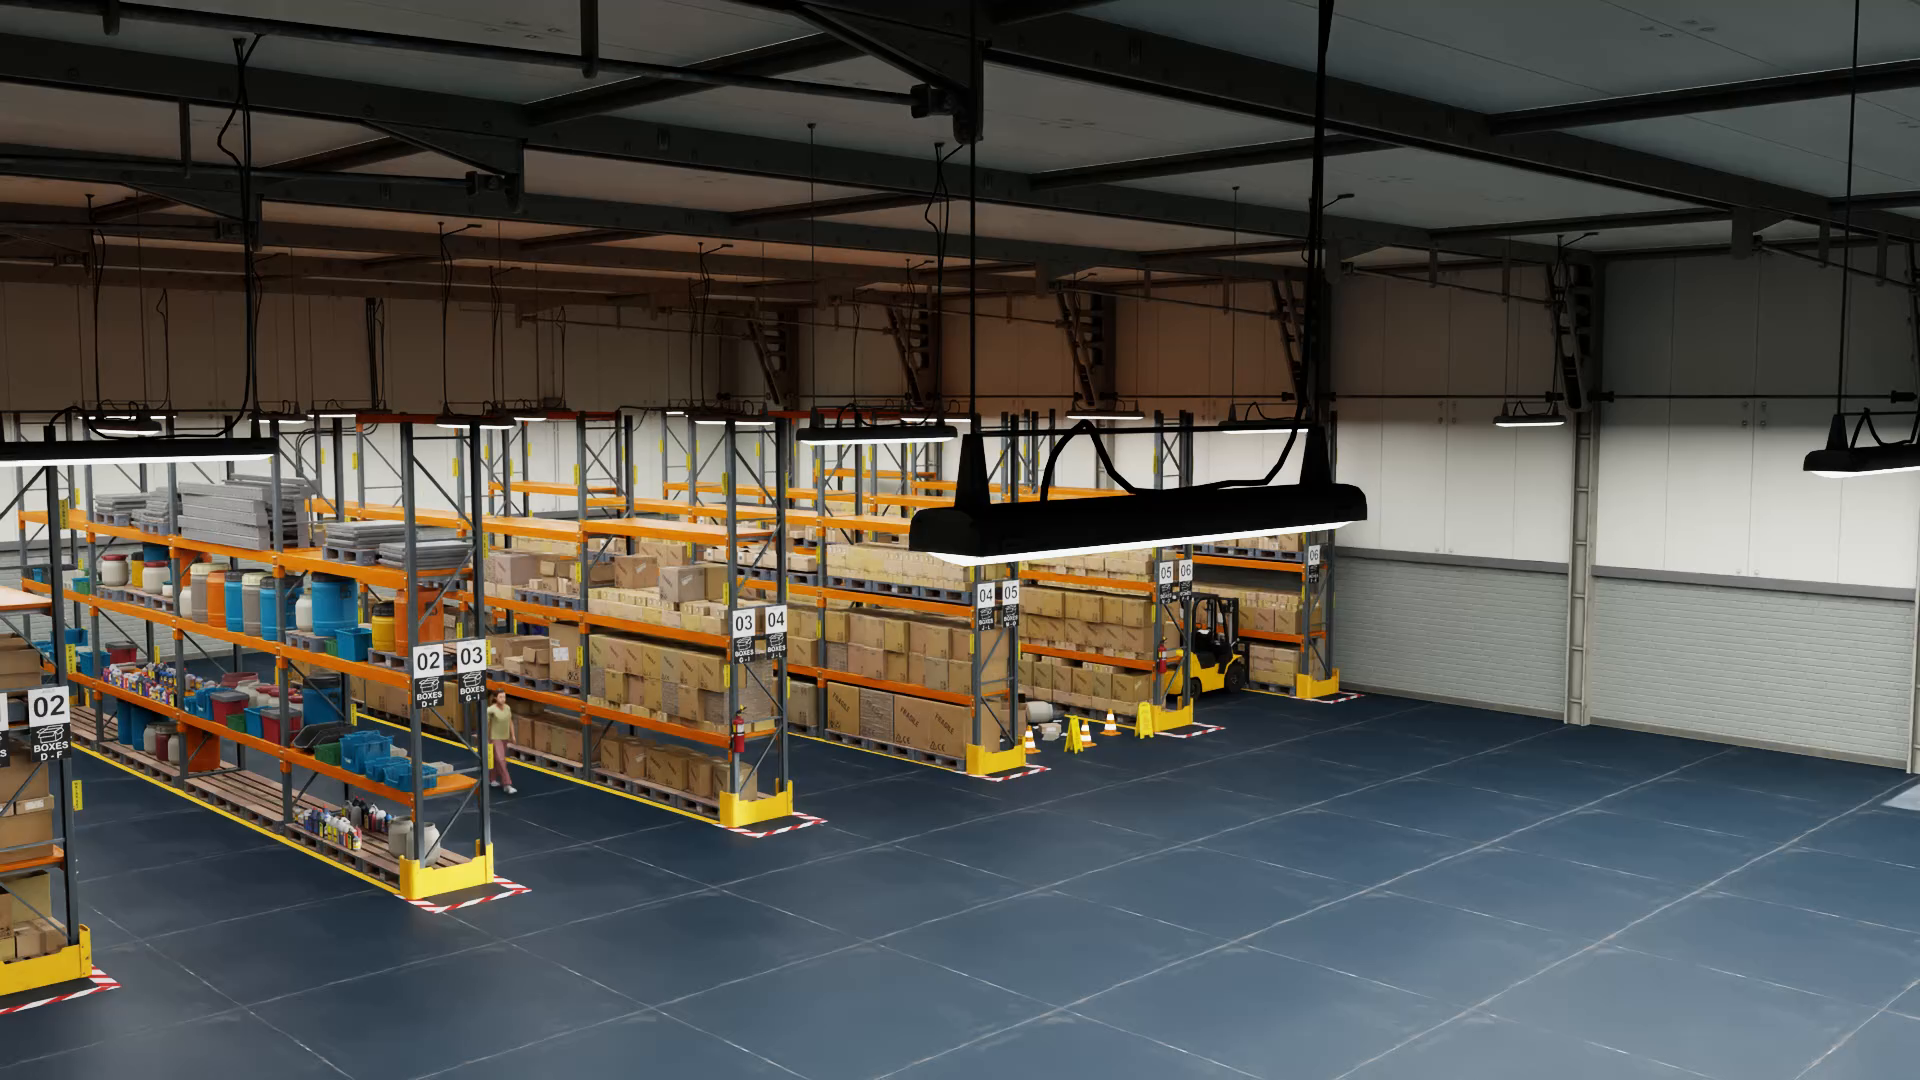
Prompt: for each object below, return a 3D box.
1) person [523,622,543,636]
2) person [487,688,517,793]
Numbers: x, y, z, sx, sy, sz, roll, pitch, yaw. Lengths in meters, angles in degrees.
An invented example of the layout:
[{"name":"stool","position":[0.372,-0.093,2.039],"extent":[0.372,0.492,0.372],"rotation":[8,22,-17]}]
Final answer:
[{"name":"person","position":[-10.642,1.925,41.214],"extent":[0.510,1.654,0.427],"rotation":[4,7,42]},{"name":"person","position":[-7.318,3.185,26.626],"extent":[0.964,1.623,0.459],"rotation":[3,6,32]}]
